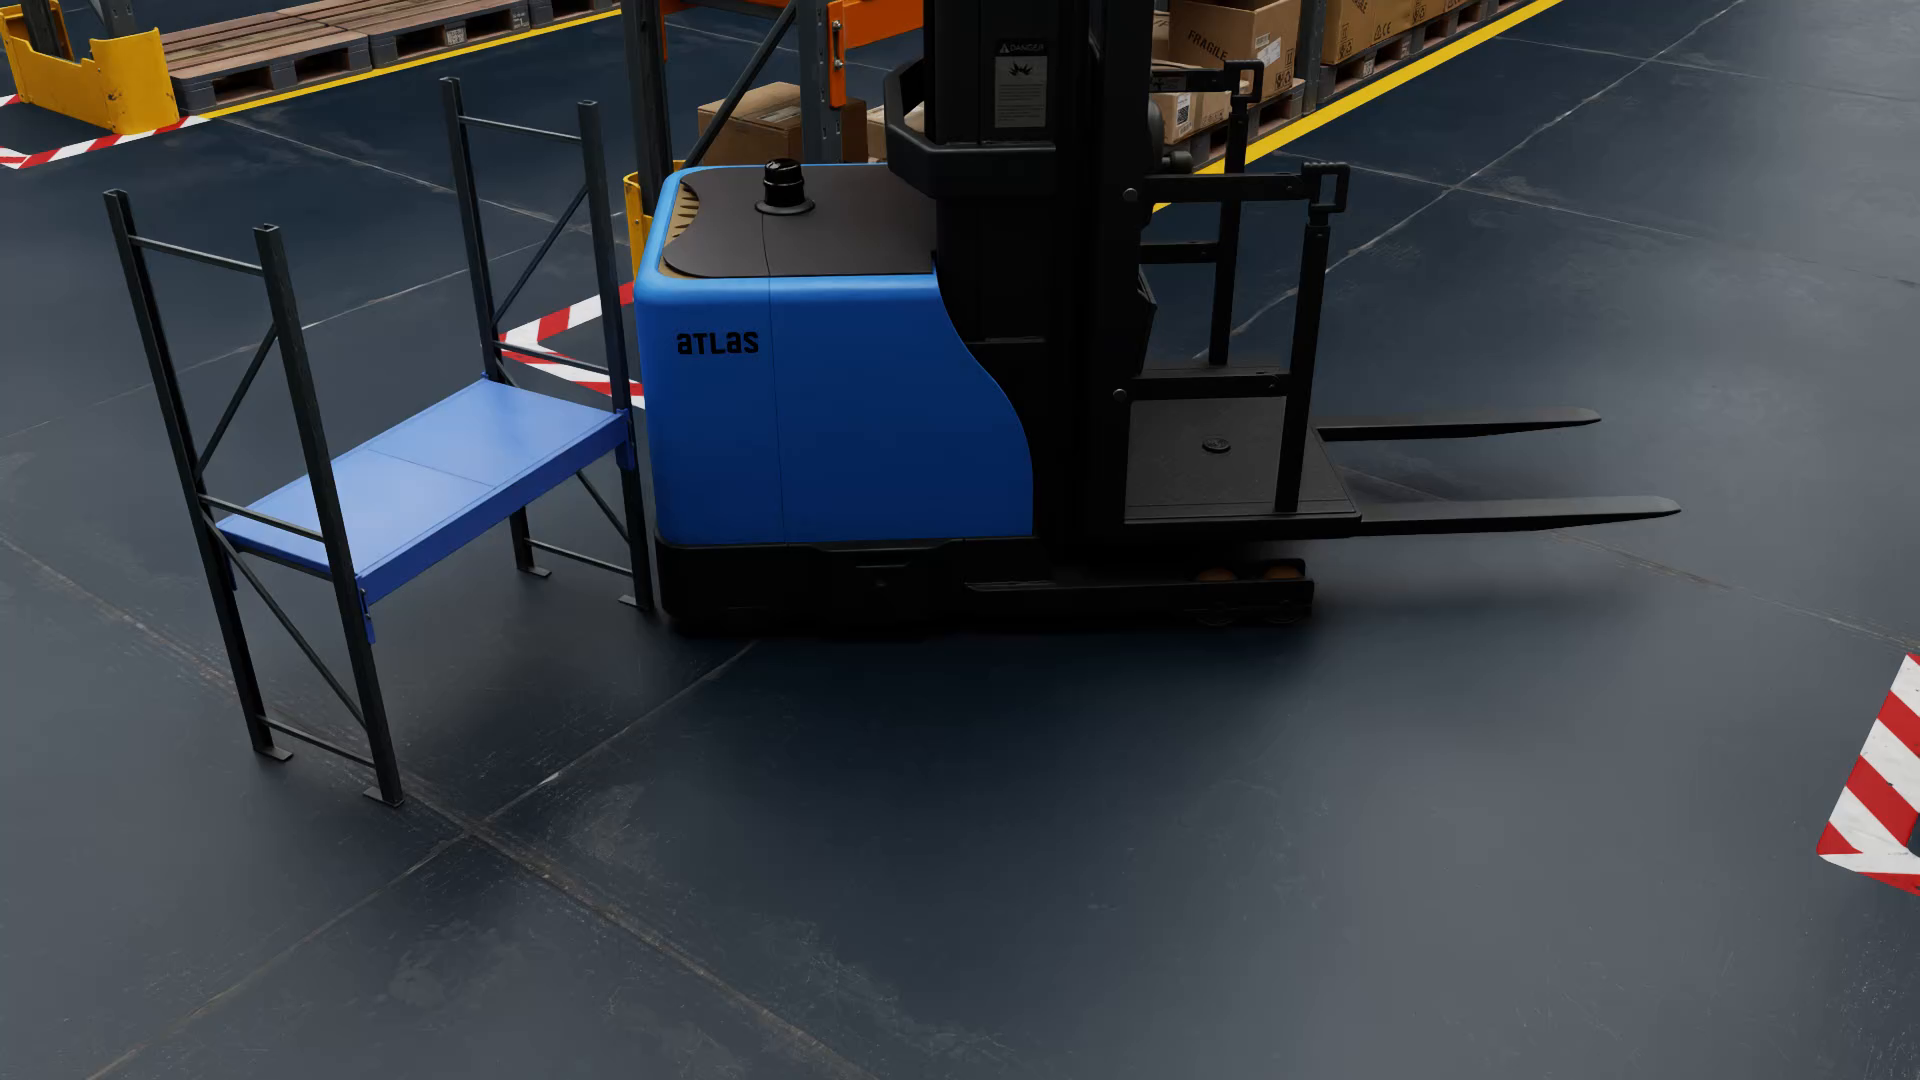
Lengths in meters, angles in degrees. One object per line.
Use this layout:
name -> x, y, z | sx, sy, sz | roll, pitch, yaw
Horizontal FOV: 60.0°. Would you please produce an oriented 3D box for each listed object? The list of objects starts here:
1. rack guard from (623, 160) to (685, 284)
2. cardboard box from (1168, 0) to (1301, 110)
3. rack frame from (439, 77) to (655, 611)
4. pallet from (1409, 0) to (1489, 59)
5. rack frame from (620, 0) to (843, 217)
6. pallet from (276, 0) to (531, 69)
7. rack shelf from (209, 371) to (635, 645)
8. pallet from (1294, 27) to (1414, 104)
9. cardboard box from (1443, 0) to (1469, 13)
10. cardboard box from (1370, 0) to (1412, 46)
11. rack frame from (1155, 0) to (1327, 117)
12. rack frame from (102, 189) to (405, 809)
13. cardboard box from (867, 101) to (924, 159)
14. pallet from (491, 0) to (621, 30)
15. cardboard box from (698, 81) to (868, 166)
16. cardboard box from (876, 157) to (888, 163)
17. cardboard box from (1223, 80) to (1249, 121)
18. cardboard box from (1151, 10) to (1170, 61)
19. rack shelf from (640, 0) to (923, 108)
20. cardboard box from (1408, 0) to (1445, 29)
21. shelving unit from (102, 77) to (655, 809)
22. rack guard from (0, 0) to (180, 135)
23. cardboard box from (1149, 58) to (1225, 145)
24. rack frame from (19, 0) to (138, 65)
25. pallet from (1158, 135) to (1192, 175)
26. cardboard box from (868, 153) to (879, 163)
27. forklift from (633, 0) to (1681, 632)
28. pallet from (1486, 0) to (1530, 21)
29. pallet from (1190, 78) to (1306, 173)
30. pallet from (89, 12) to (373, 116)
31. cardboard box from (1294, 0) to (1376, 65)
rack guard -> -0.821, -1.137, 6.678 | 1.175, 0.500, 0.348 | 21, 37, 31
cardboard box -> 1.430, -2.602, 8.719 | 0.500, 0.500, 0.500 | 21, 37, 31
rack frame -> -1.131, -0.502, 4.626 | 0.500, 1.500, 0.032 | 15, 34, 24
pallet -> 2.744, -3.448, 10.860 | 1.003, 0.211, 1.213 | 21, 37, 31
rack frame -> -0.867, -2.181, 5.988 | 1.000, 3.000, 0.127 | 21, 37, 31
pallet -> -3.548, -3.325, 10.653 | 1.003, 0.211, 1.213 | 21, 37, 31
rack shelf -> -1.371, -0.119, 4.333 | 0.538, 0.185, 1.000 | 15, 34, 24
pallet -> 2.008, -2.950, 10.020 | 1.003, 0.211, 1.213 | 21, 37, 31
cardboard box -> 2.960, -3.669, 10.519 | 0.500, 0.500, 0.500 | 20, 36, 30
cardboard box -> 2.347, -3.263, 9.834 | 0.500, 0.500, 0.500 | 22, 37, 32
rack frame -> 1.547, -3.807, 8.732 | 1.000, 3.000, 0.127 | 21, 37, 31
rack frame -> -1.612, -0.045, 3.856 | 0.500, 1.500, 0.032 | 15, 34, 24
cardboard box -> -0.138, -1.861, 7.714 | 0.500, 0.250, 0.500 | 21, 37, 31
pallet -> -2.812, -3.823, 11.493 | 1.003, 0.211, 1.213 | 21, 37, 31
cardboard box -> -0.735, -1.592, 7.014 | 0.500, 0.500, 0.500 | 21, 37, 31
cardboard box -> -0.011, -1.524, 7.146 | 0.500, 0.250, 0.500 | 21, 37, 31
cardboard box -> 1.251, -2.280, 8.520 | 0.380, 0.149, 0.250 | 21, 37, 31
cardboard box -> 1.121, -2.736, 9.129 | 0.500, 0.311, 0.500 | 21, 37, 31
rack shelf -> 0.340, -2.685, 7.543 | 1.077, 0.370, 4.000 | 21, 37, 31
cardboard box -> 2.654, -3.464, 10.172 | 0.500, 0.500, 0.500 | 22, 37, 32
shelving unit -> -1.371, -0.274, 4.241 | 0.538, 1.500, 1.048 | 15, 34, 24
rack guard -> -4.818, -2.618, 9.177 | 1.175, 0.500, 0.348 | 21, 37, 31
cardboard box -> 0.977, -2.216, 8.253 | 0.500, 0.311, 0.500 | 21, 37, 31
rack frame -> -4.814, -3.707, 8.563 | 1.000, 3.000, 0.127 | 21, 37, 31
pallet -> 0.396, -1.830, 8.132 | 1.003, 0.211, 1.213 | 21, 37, 31
cardboard box -> -0.419, -1.585, 7.330 | 0.380, 0.166, 0.250 | 21, 37, 31
forklift -> 0.624, -1.280, 4.536 | 3.031, 2.935, 1.130 | -2, 31, -3
pallet -> 3.481, -3.941, 11.694 | 1.003, 0.211, 1.213 | 21, 37, 31
pallet -> 1.132, -2.328, 8.972 | 1.003, 0.211, 1.213 | 21, 37, 31
pallet -> -4.285, -2.831, 9.819 | 1.003, 0.211, 1.213 | 21, 37, 31
cardboard box -> 2.034, -3.043, 9.462 | 0.500, 0.500, 0.500 | 19, 36, 29
